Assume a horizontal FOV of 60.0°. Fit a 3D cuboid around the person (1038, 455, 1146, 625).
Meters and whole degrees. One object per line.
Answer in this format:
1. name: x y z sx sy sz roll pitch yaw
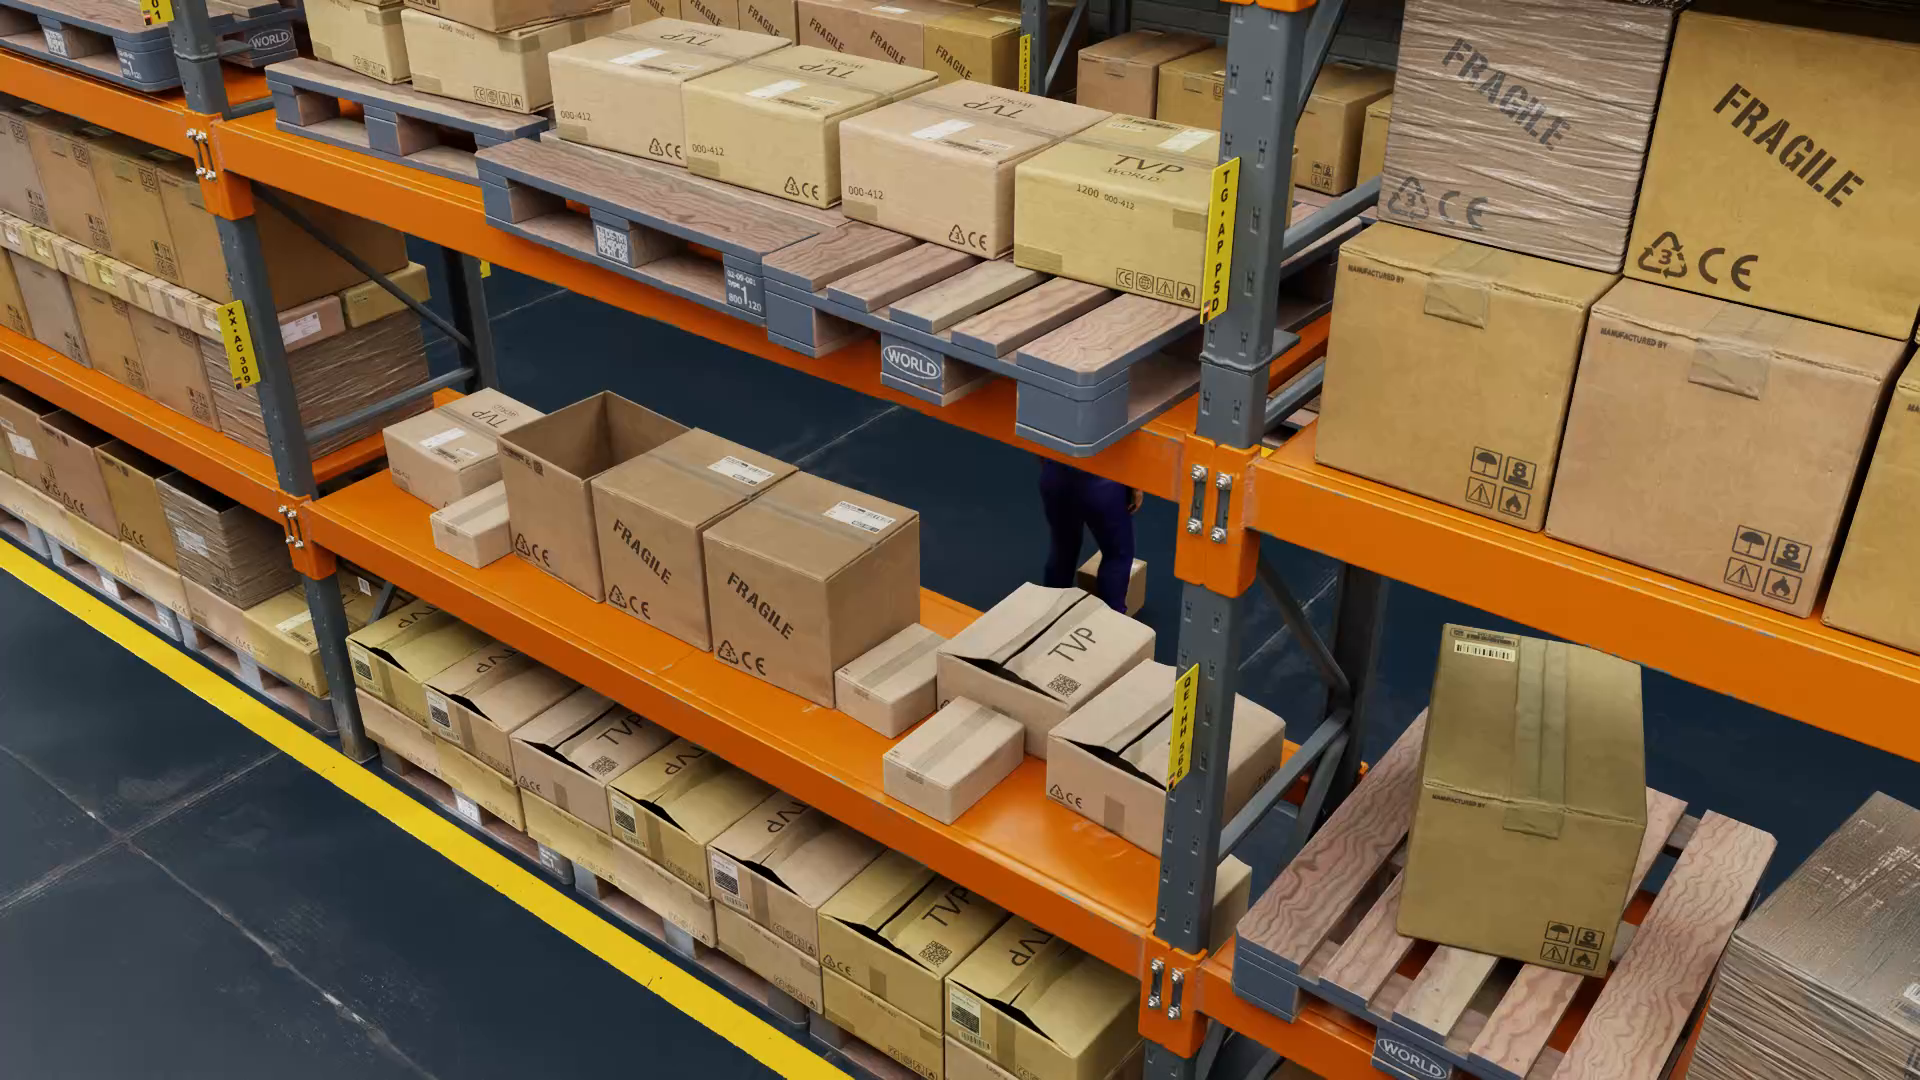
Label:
1. person: 0.595 -0.262 7.590 0.562 1.636 0.371 19 36 28
